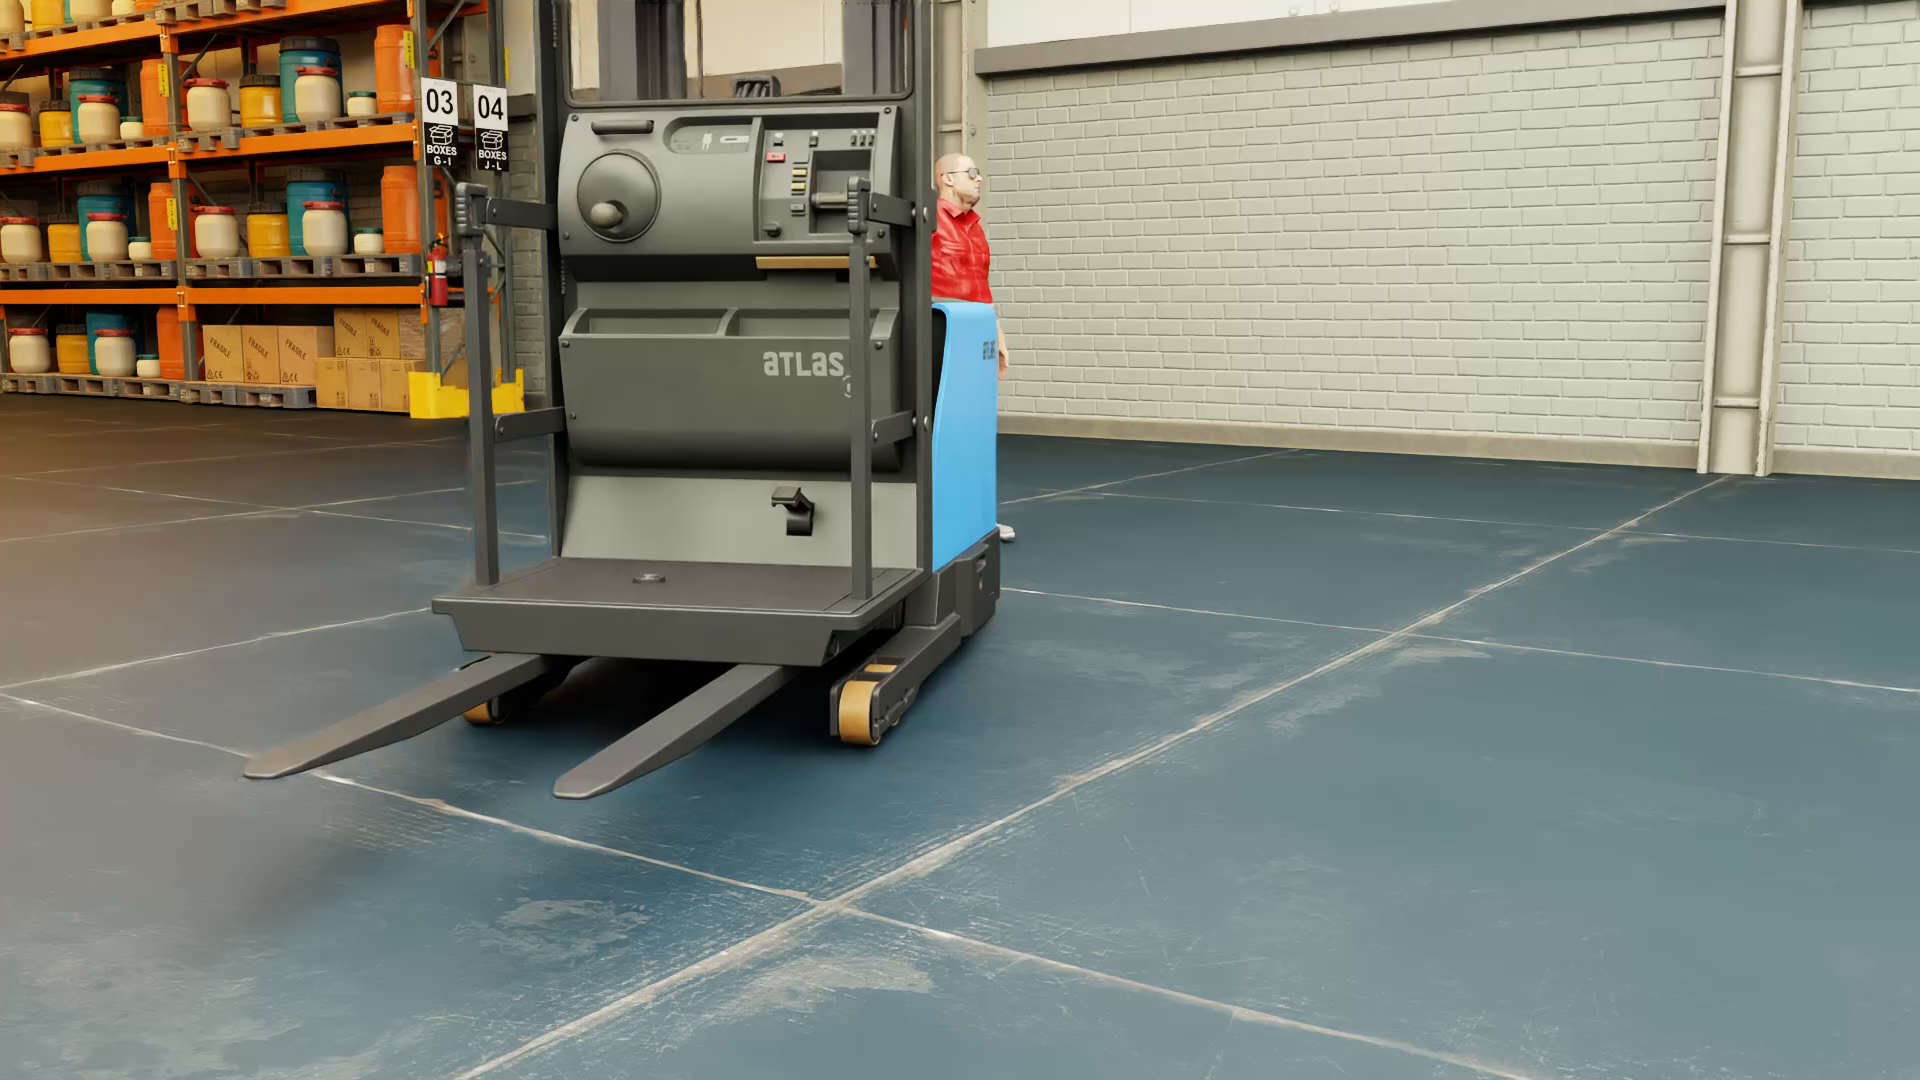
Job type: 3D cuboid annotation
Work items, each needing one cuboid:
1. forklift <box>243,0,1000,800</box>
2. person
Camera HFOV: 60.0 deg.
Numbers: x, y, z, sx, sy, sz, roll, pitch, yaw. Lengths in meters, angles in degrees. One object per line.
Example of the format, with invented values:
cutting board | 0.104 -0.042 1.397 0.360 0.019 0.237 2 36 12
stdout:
forklift | -0.668 -1.003 4.245 1.130 2.935 3.031 2 8 12
person | 0.067 -0.854 7.421 0.551 1.727 0.640 5 10 34
